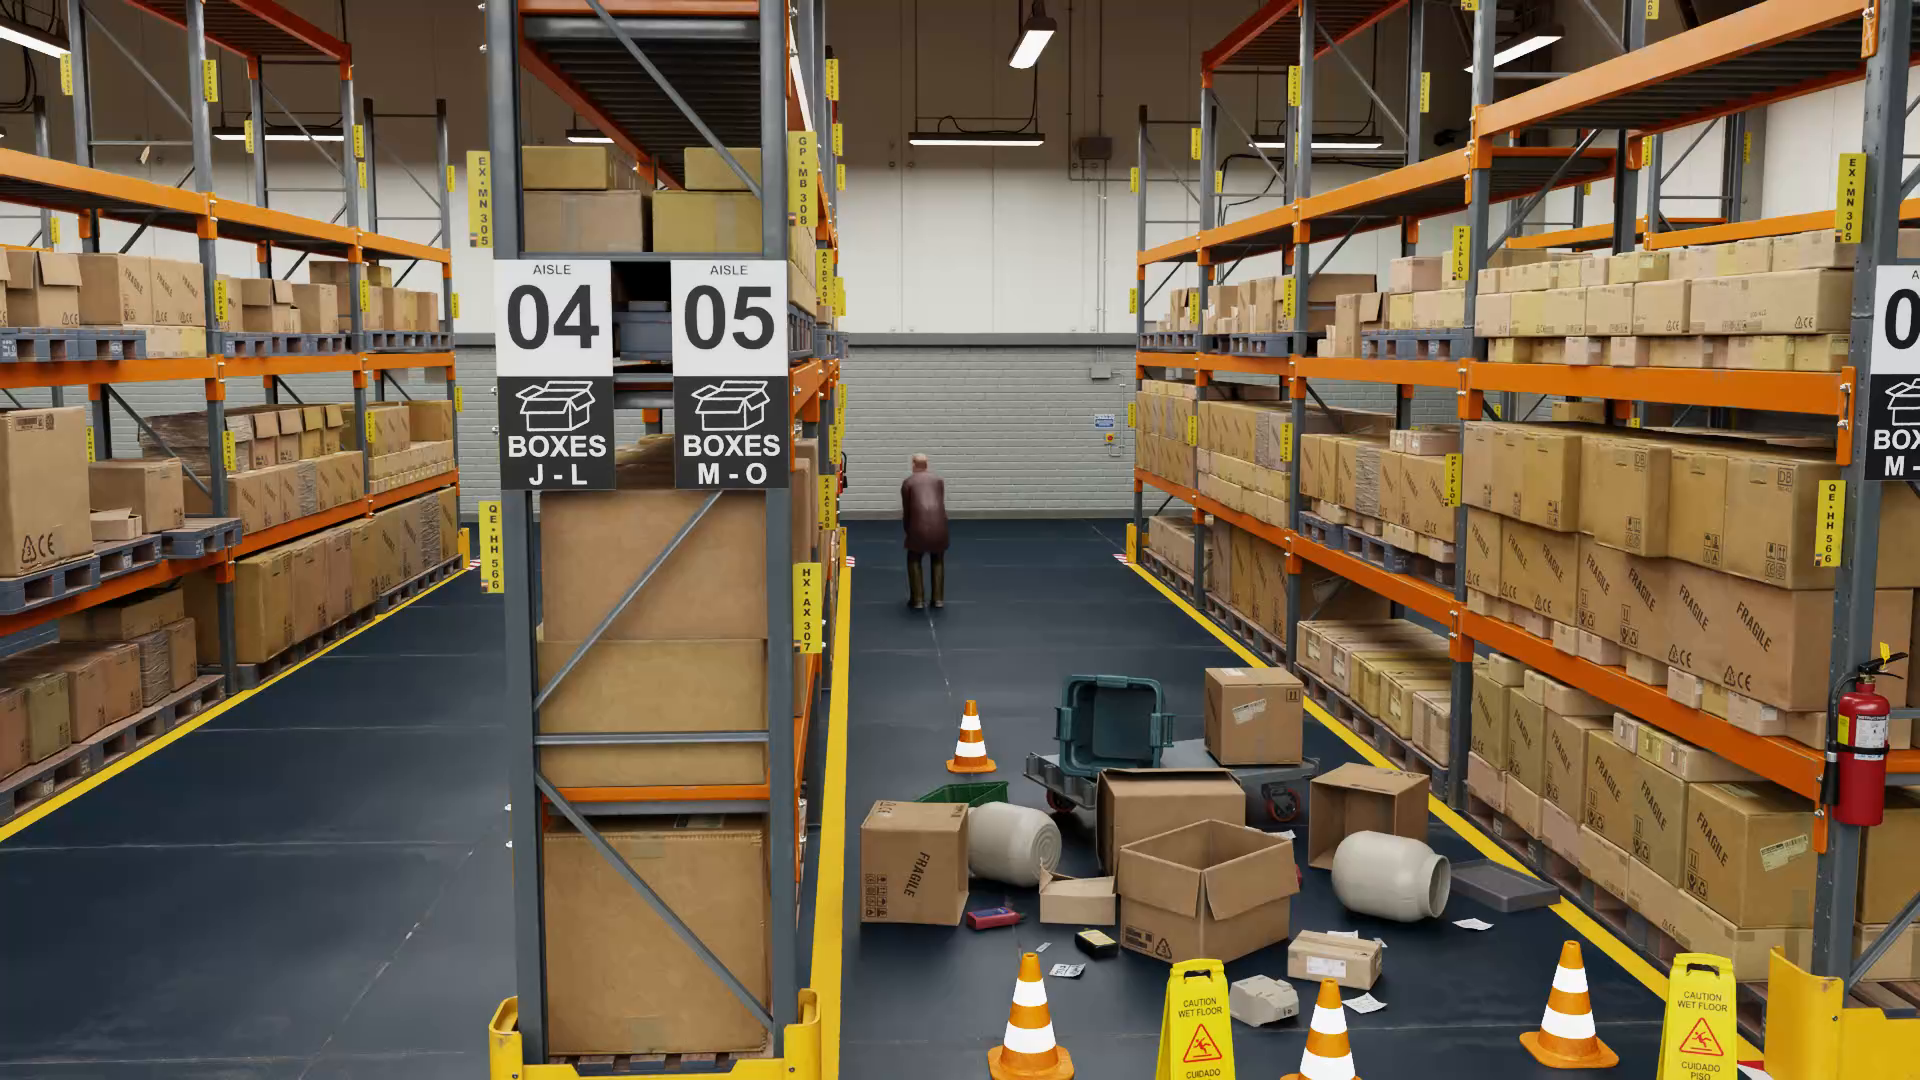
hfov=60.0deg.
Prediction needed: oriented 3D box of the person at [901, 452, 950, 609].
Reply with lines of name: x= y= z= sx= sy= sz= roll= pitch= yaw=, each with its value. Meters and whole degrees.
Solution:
person: x=-0.393 y=-0.112 z=18.531 sx=0.537 sy=1.719 sz=0.627 roll=-2 pitch=7 yaw=-15
